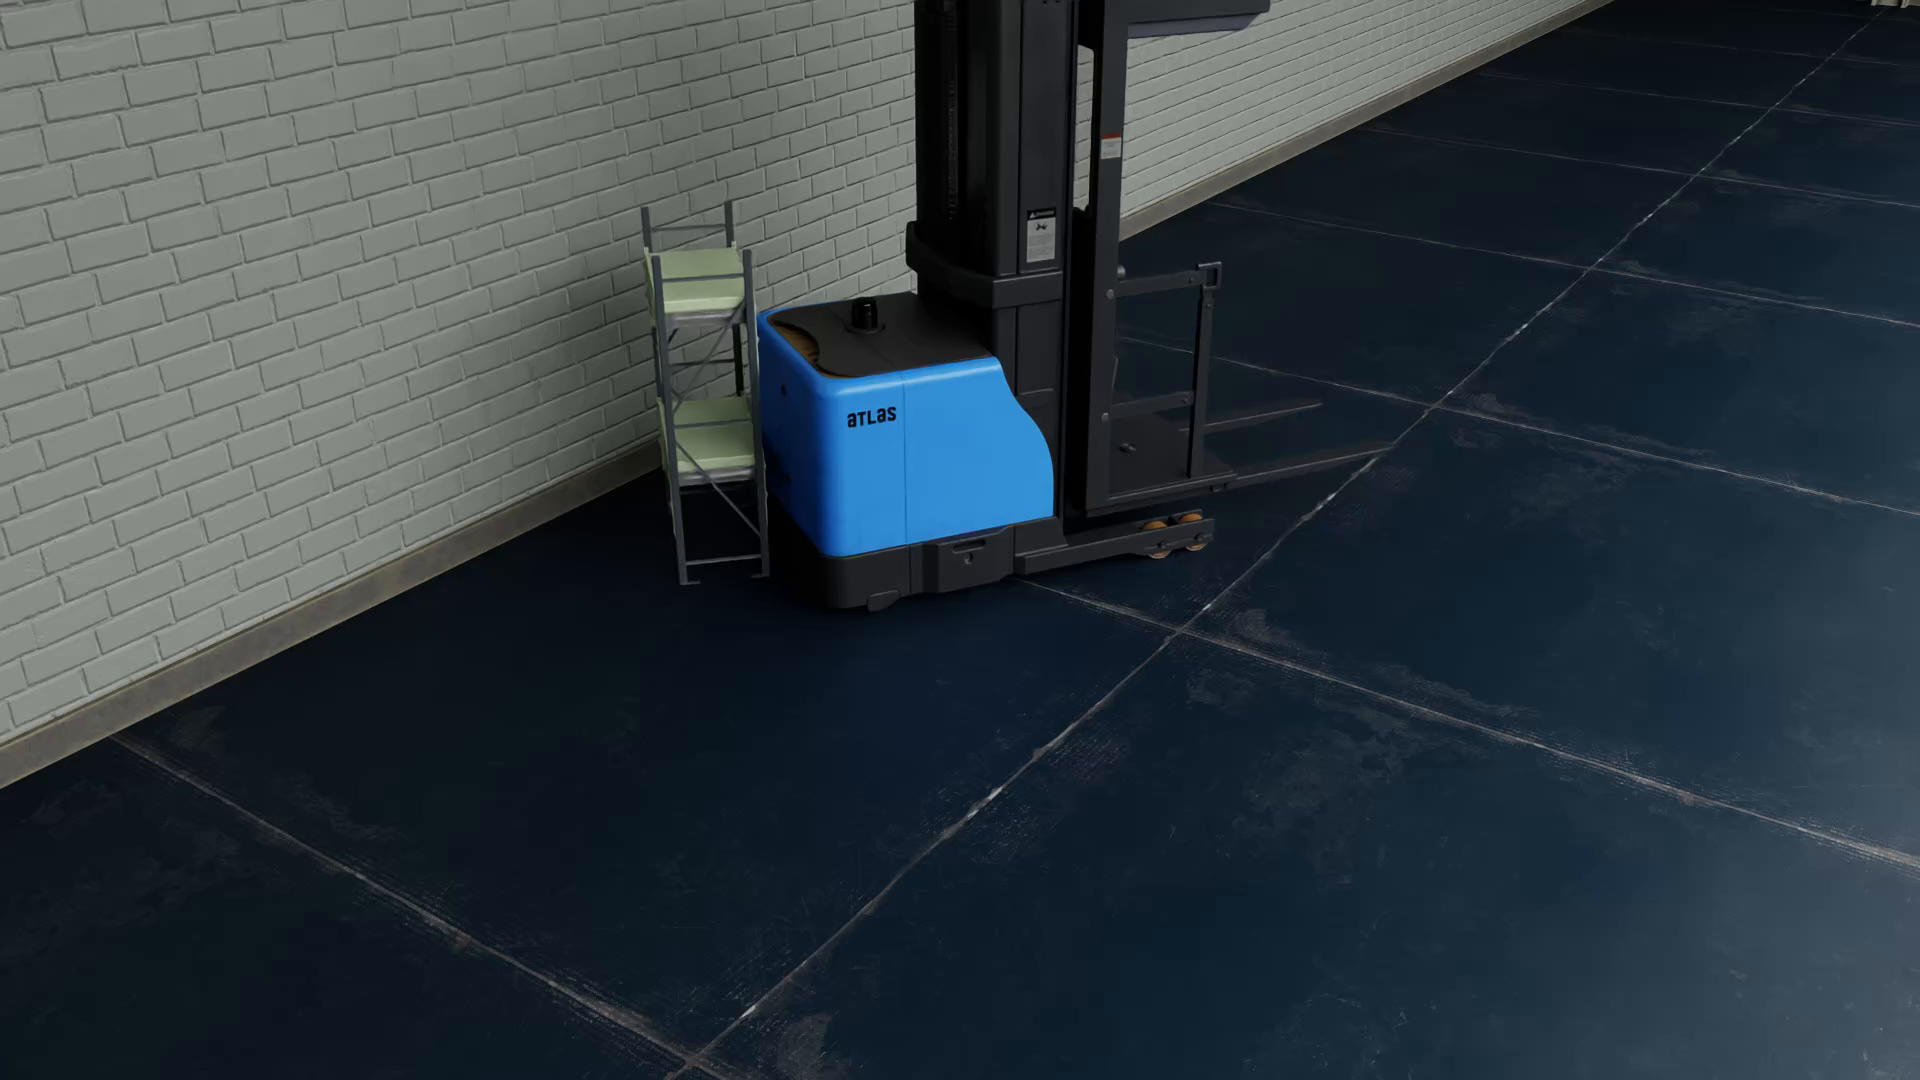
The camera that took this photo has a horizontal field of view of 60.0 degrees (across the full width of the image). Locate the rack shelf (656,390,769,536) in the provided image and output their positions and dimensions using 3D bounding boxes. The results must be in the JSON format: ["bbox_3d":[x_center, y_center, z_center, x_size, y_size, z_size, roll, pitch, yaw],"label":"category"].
[{"bbox_3d":[-1.127,-0.361,7.525,0.431,0.370,0.720,-6,28,-12],"label":"rack shelf"}]

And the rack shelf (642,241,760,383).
[{"bbox_3d":[-1.127,-1.000,7.200,0.431,0.370,0.720,-6,28,-12],"label":"rack shelf"}]

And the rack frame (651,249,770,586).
[{"bbox_3d":[-1.045,-0.490,7.059,0.400,1.500,0.023,-6,28,-12],"label":"rack frame"}]

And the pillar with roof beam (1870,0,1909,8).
[{"bbox_3d":[9.351,-9.190,15.888,0.400,9.000,9.100,17,32,30],"label":"pillar with roof beam"}]

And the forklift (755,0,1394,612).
[{"bbox_3d":[0.616,-1.429,7.326,3.031,2.935,1.130,-11,29,-21],"label":"forklift"}]

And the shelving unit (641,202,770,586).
[{"bbox_3d":[-1.127,-0.652,7.377,0.431,1.500,0.755,-6,28,-12],"label":"shelving unit"}]

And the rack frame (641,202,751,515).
[{"bbox_3d":[-1.209,-0.814,7.695,0.400,1.500,0.023,-6,28,-12],"label":"rack frame"}]
